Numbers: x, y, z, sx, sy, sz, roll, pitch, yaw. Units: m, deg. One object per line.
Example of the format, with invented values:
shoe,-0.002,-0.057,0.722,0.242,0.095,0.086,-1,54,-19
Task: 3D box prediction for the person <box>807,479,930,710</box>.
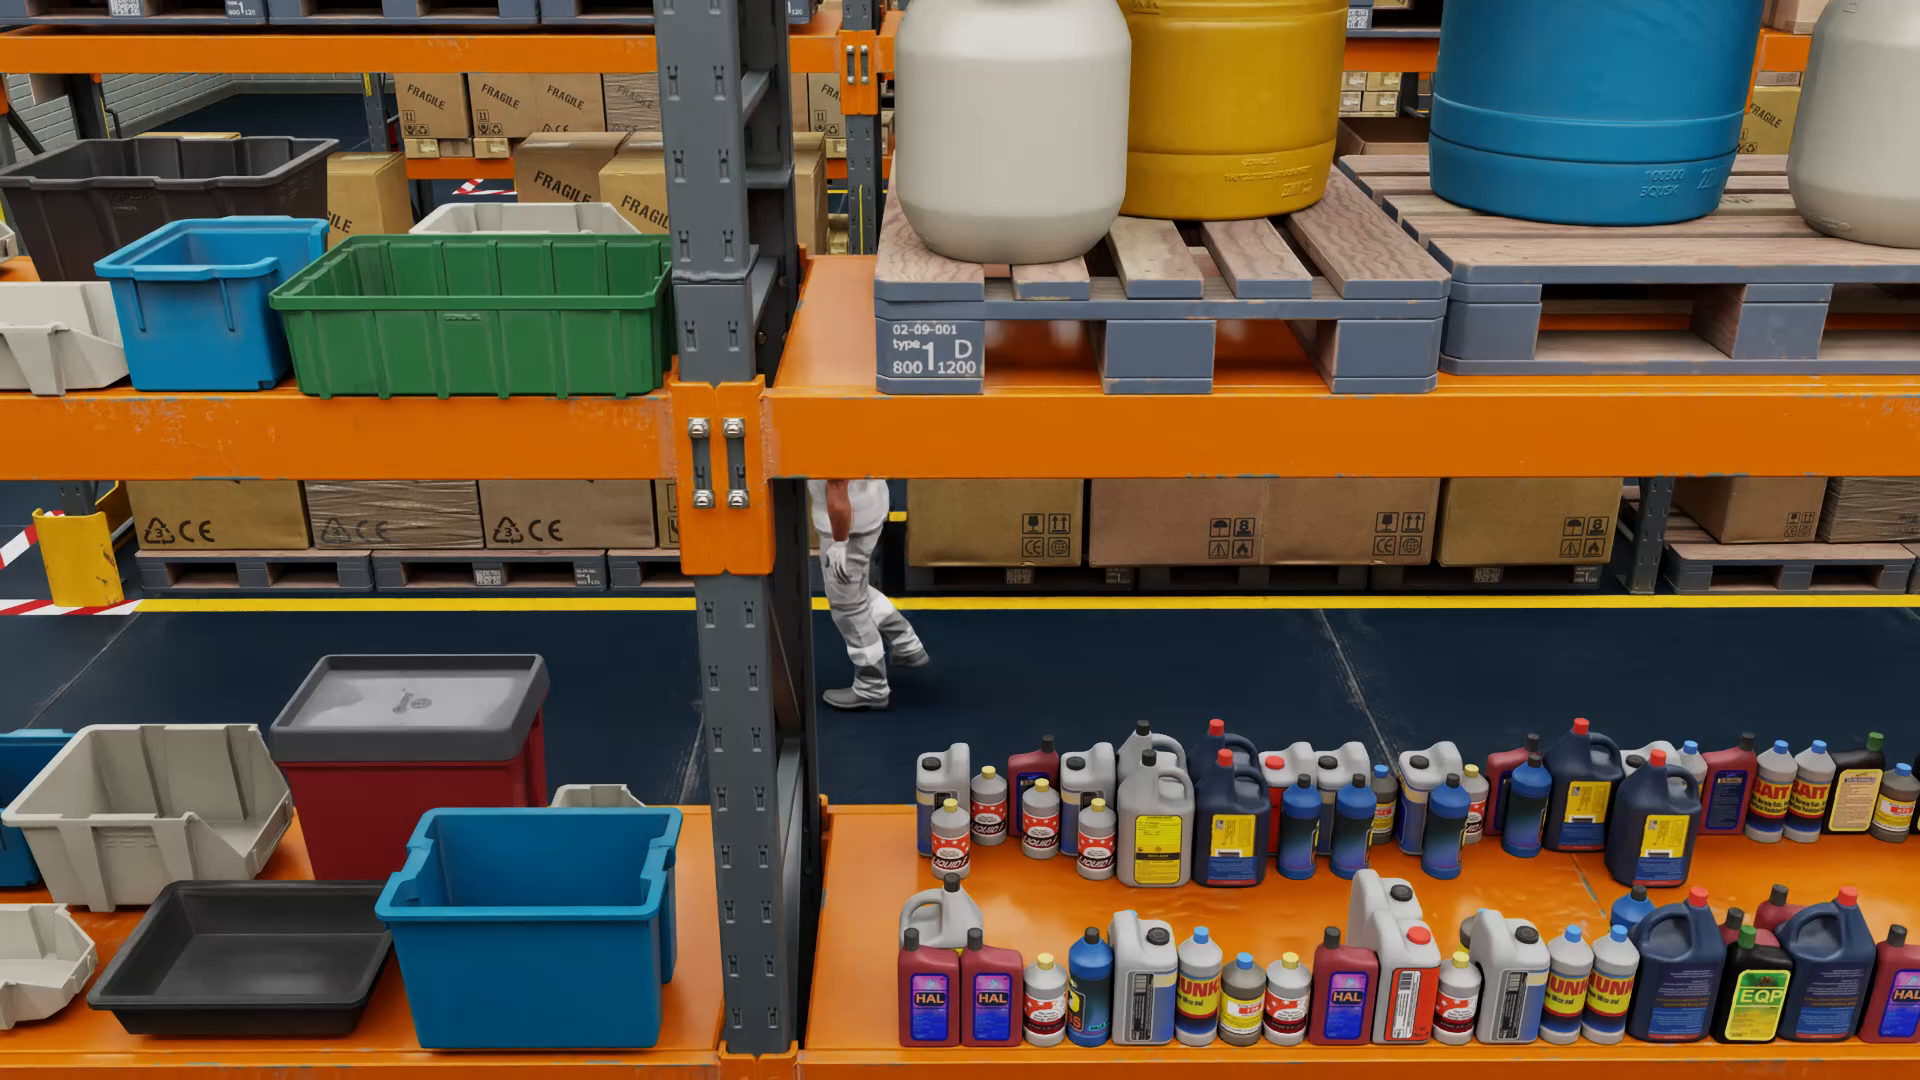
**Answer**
person,-0.432,-0.070,7.216,0.558,1.780,0.588,5,24,10
